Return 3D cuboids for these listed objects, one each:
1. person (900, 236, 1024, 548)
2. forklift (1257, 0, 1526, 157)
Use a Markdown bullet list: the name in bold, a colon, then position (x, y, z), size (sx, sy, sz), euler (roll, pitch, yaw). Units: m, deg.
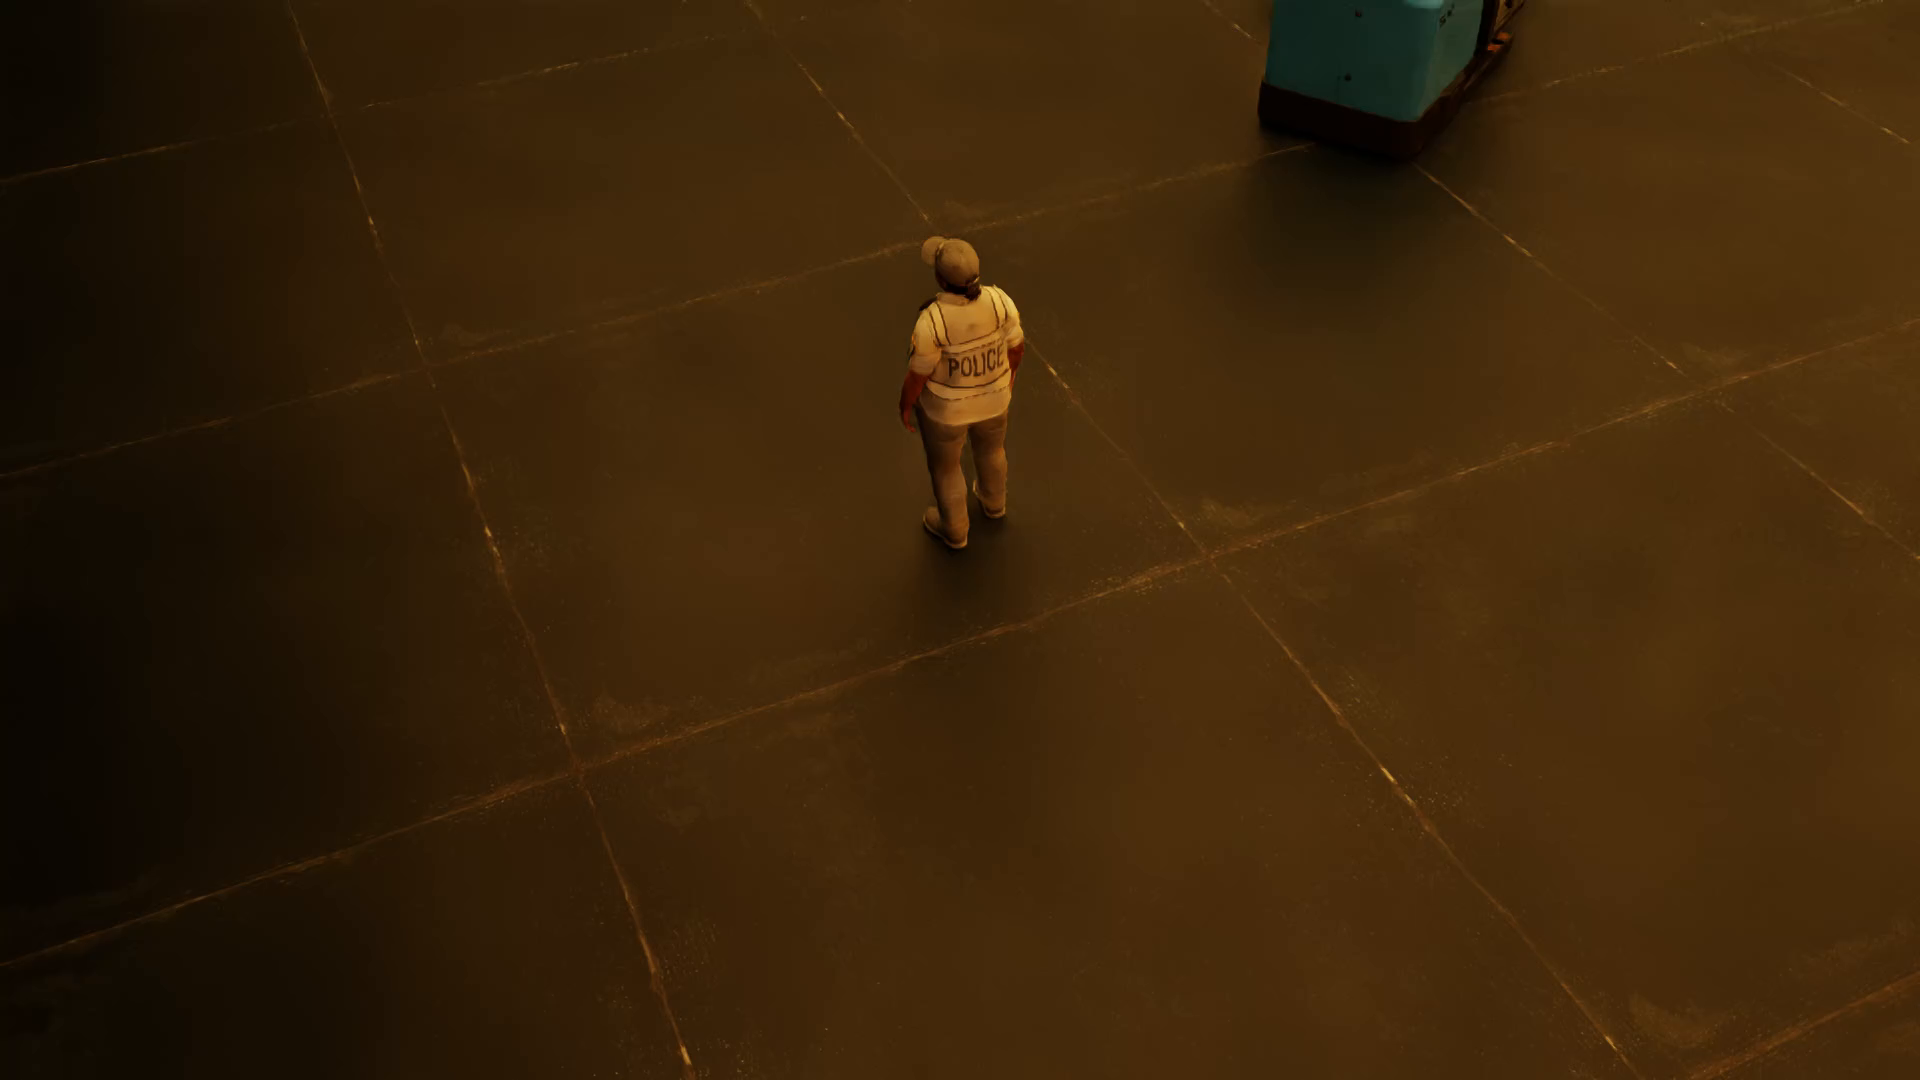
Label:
- **person**: position (-0.012, -0.668, 7.313), size (0.598, 1.669, 0.529), euler (-18, 46, -18)
- **forklift**: position (3.121, -4.411, 10.407), size (1.130, 2.935, 3.031), euler (24, 48, 23)
